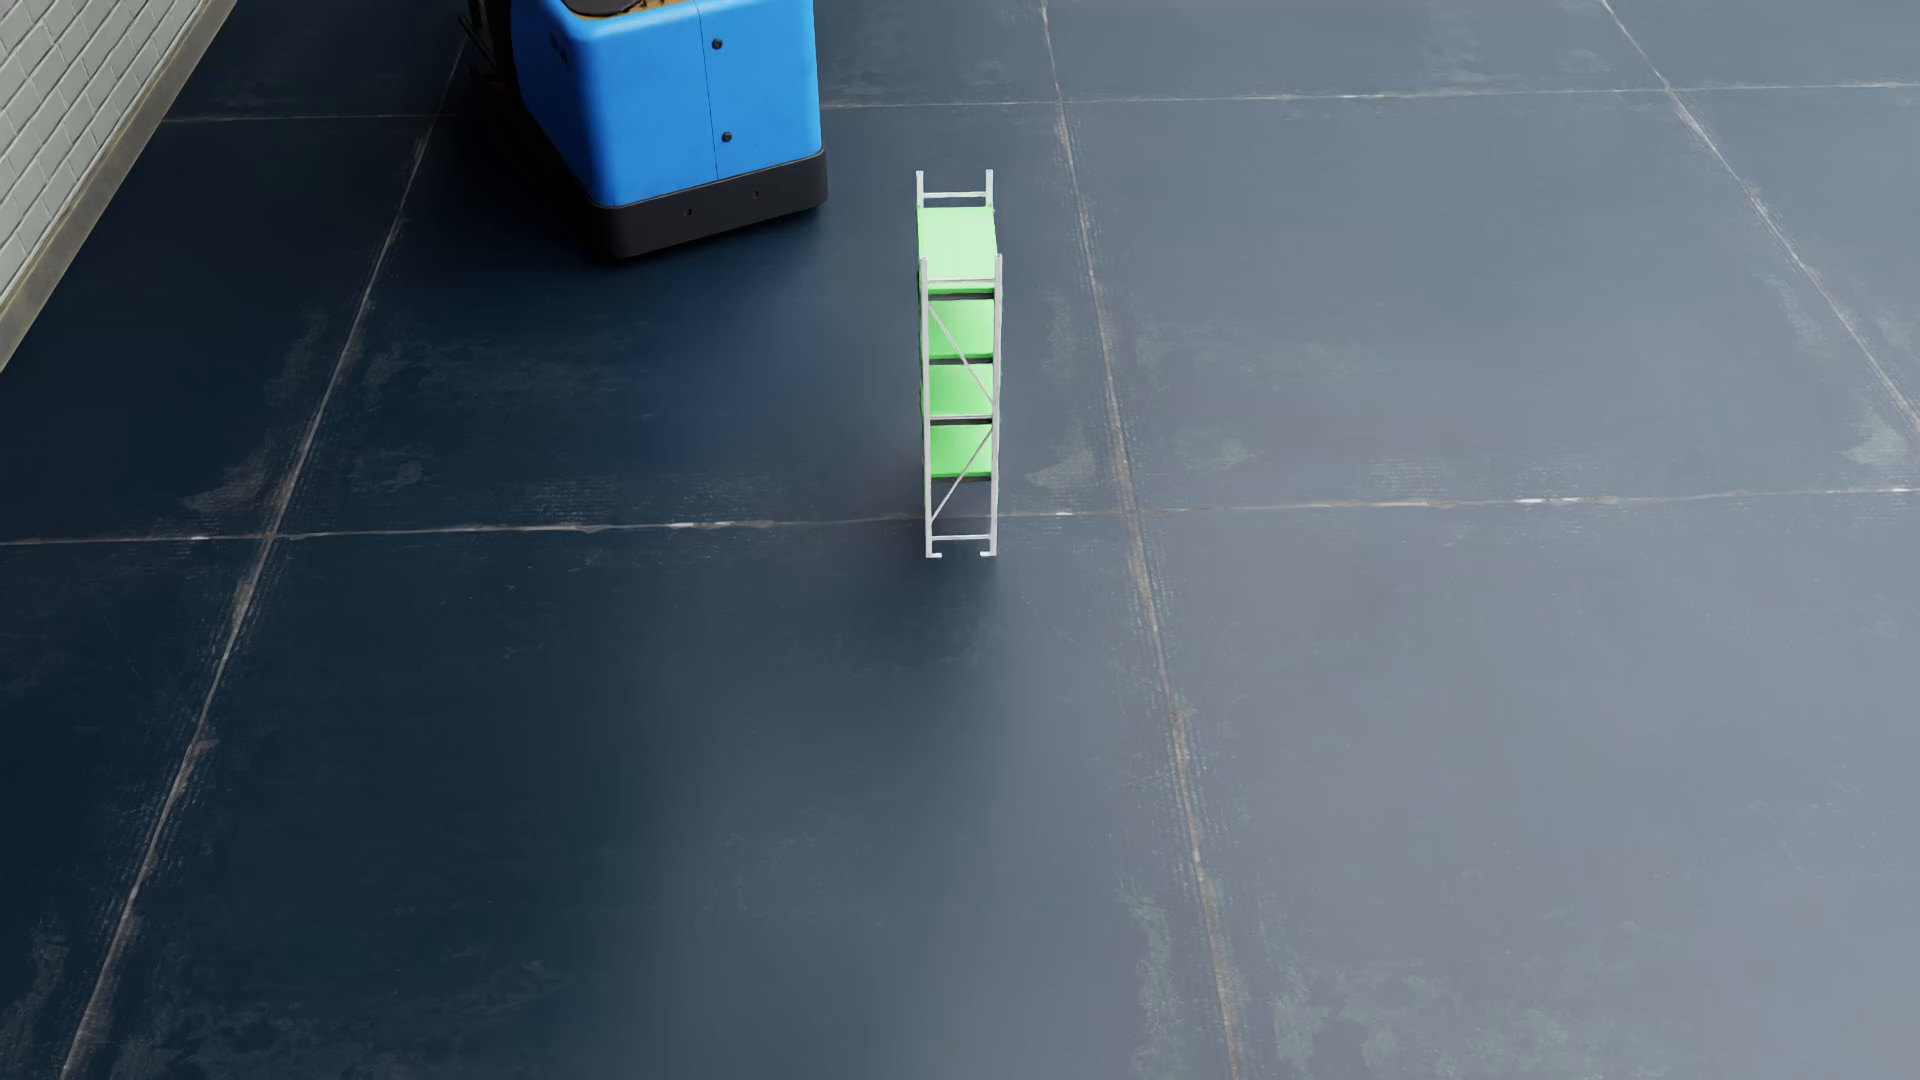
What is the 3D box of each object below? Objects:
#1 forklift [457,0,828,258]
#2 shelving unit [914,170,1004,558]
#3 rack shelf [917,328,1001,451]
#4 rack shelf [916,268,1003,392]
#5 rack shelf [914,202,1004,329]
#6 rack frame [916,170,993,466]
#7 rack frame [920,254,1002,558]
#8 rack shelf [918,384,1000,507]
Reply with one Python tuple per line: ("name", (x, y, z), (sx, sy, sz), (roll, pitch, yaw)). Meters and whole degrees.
("forklift", (-1.718, -3.242, 7.117), (1.130, 2.935, 3.031), (-20, 46, -20))
("shelving unit", (-0.007, -0.554, 5.466), (0.258, 1.200, 0.503), (-2, 43, -2))
("rack shelf", (-0.007, -0.507, 5.510), (0.258, 0.148, 0.480), (-2, 43, -2))
("rack shelf", (-0.007, -0.684, 5.347), (0.258, 0.148, 0.480), (-2, 43, -2))
("rack shelf", (-0.007, -0.861, 5.185), (0.258, 0.148, 0.480), (-2, 43, -2))
("rack frame", (-0.017, -0.719, 5.646), (0.240, 1.200, 0.015), (-2, 43, -2))
("rack frame", (0.003, -0.389, 5.287), (0.240, 1.200, 0.015), (-2, 43, -2))
("rack shelf", (-0.007, -0.330, 5.672), (0.258, 0.148, 0.480), (-2, 43, -2))
